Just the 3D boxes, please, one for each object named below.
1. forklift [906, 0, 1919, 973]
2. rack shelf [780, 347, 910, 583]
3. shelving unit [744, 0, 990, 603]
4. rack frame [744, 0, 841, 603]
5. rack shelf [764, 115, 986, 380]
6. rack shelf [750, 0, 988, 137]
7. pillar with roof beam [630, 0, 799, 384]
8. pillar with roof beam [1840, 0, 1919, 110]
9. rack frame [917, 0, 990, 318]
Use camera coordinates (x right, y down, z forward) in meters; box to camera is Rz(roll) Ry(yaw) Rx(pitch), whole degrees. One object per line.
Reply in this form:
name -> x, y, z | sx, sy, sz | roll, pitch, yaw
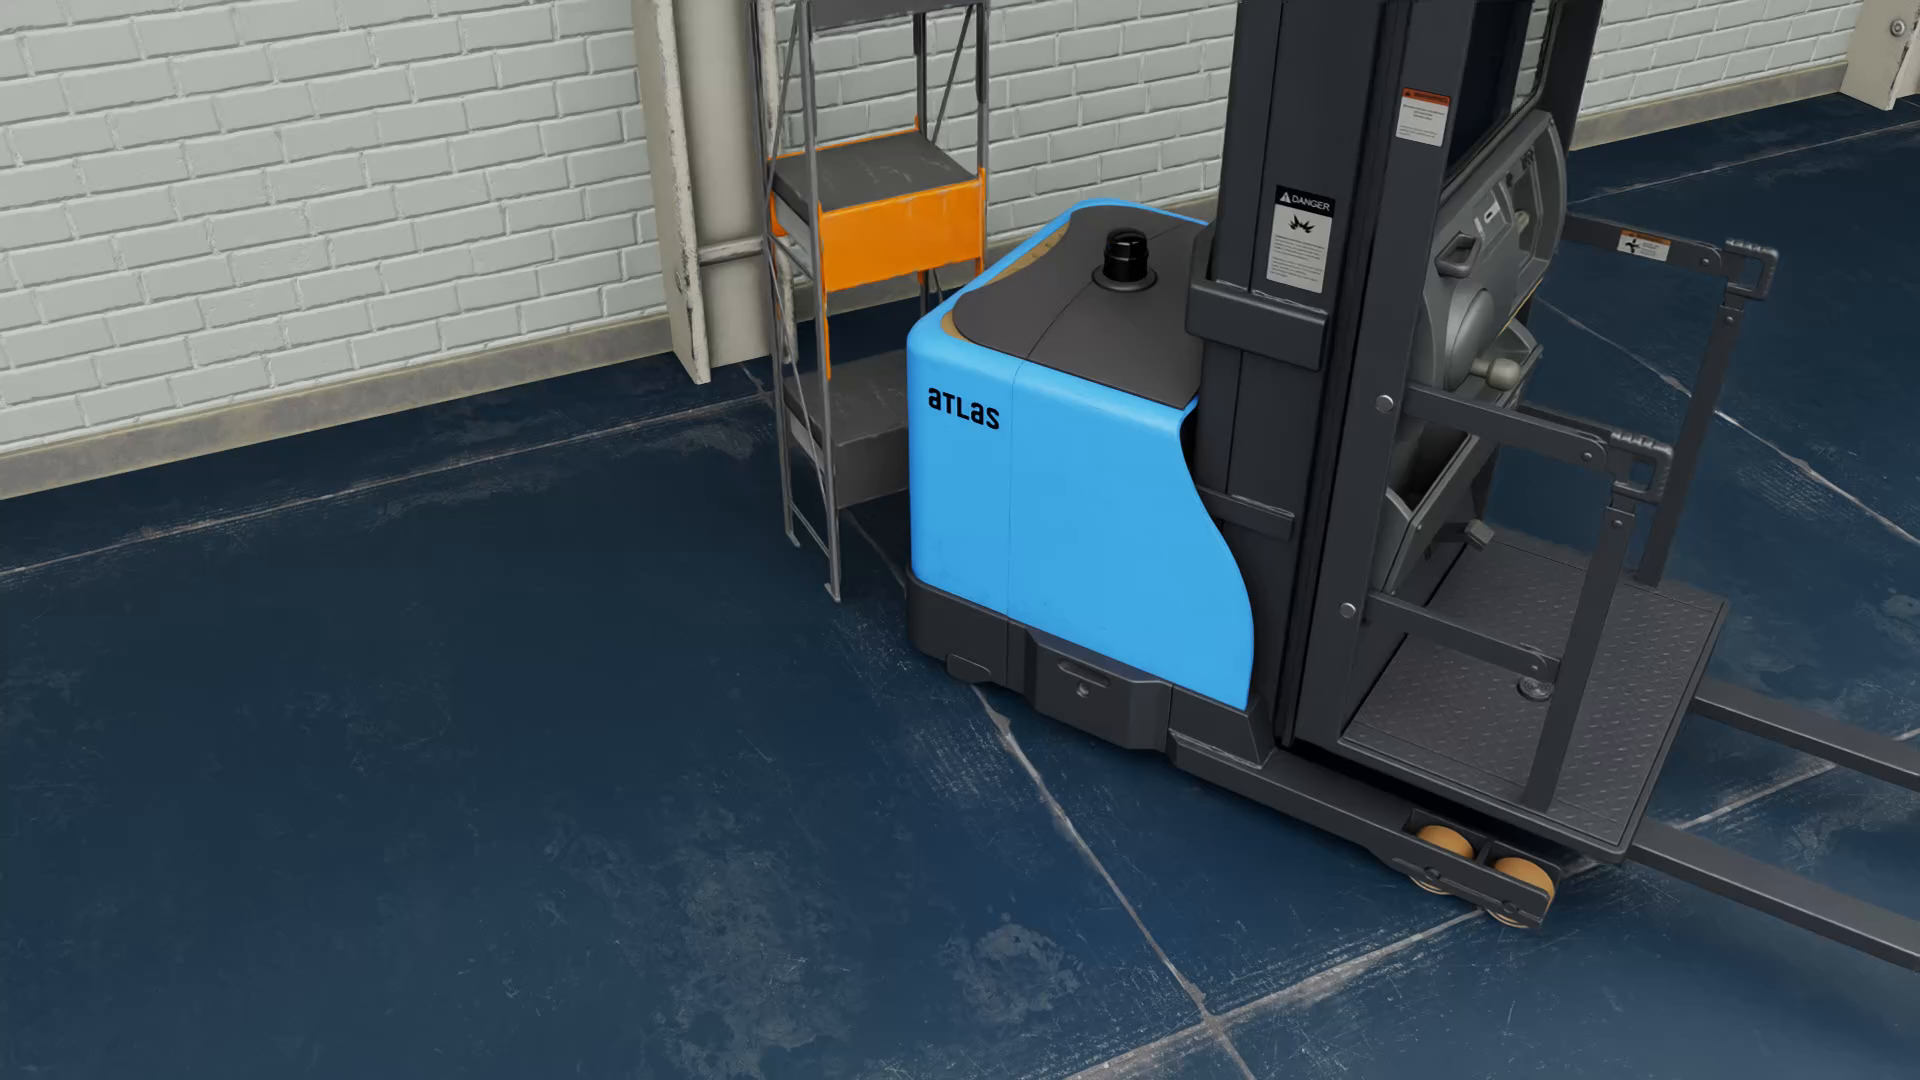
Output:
forklift -> 1.367, -0.611, 3.614 | 3.031, 2.935, 1.130 | 21, 41, 26
rack shelf -> -0.240, -0.255, 5.029 | 0.480, 0.518, 0.431 | -17, 40, -21
shelving unit -> -0.240, -0.828, 4.604 | 0.503, 2.100, 0.431 | -17, 40, -21
rack frame -> -0.457, -0.762, 4.515 | 0.015, 2.100, 0.400 | -17, 40, -21
rack shelf -> -0.240, -0.817, 4.612 | 0.480, 0.518, 0.431 | -17, 40, -21
rack shelf -> -0.240, -1.379, 4.195 | 0.480, 0.518, 0.431 | -17, 40, -21
pillar with roof beam -> 0.991, -1.986, 0.374 | 0.400, 9.000, 9.100 | -16, 39, -20
pillar with roof beam -> 6.423, -3.505, 2.422 | 0.400, 9.000, 9.100 | -16, 39, -20
rack frame -> -0.022, -0.894, 4.693 | 0.015, 2.100, 0.400 | -17, 40, -21
